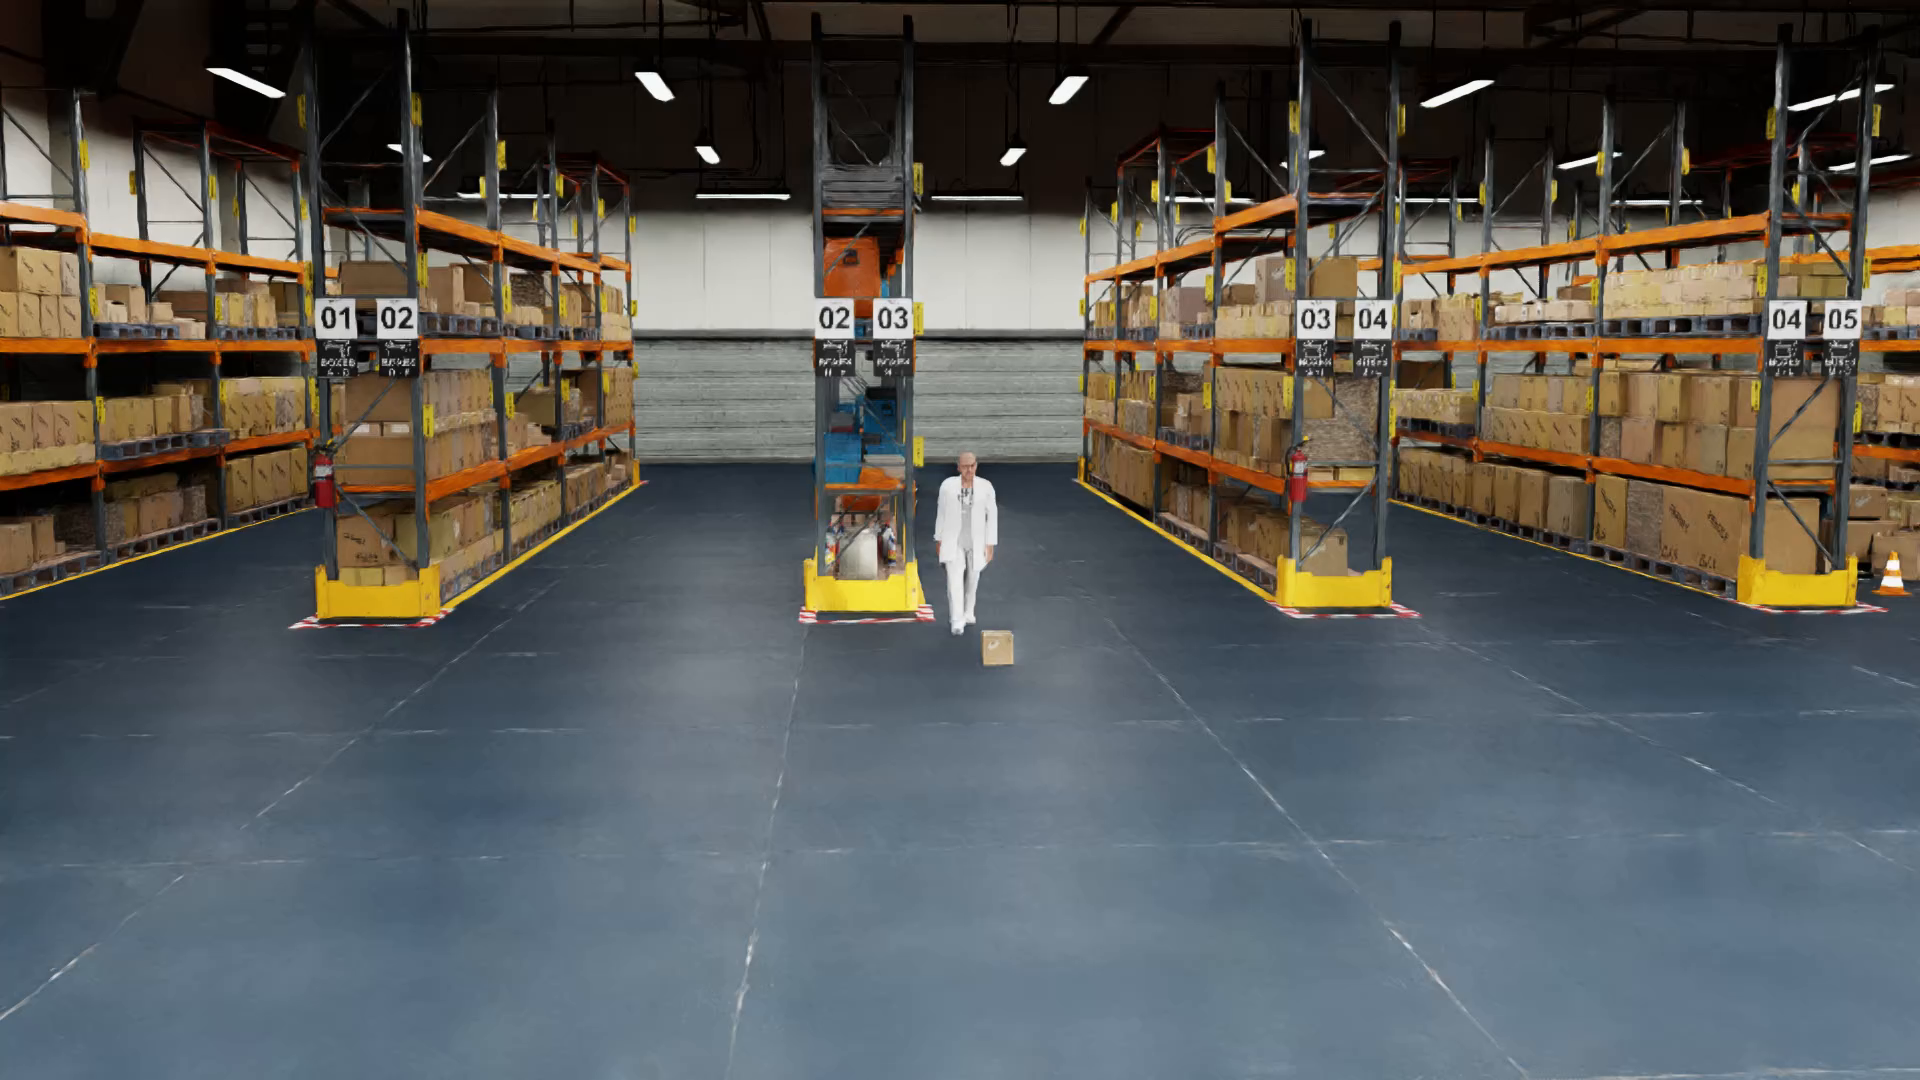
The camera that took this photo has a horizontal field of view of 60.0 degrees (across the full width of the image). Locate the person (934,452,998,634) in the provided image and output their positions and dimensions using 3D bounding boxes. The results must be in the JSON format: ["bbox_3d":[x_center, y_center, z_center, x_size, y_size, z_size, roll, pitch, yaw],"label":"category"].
[{"bbox_3d":[0.066,0.007,15.793,0.595,1.699,1.177,-1,7,-6],"label":"person"}]
